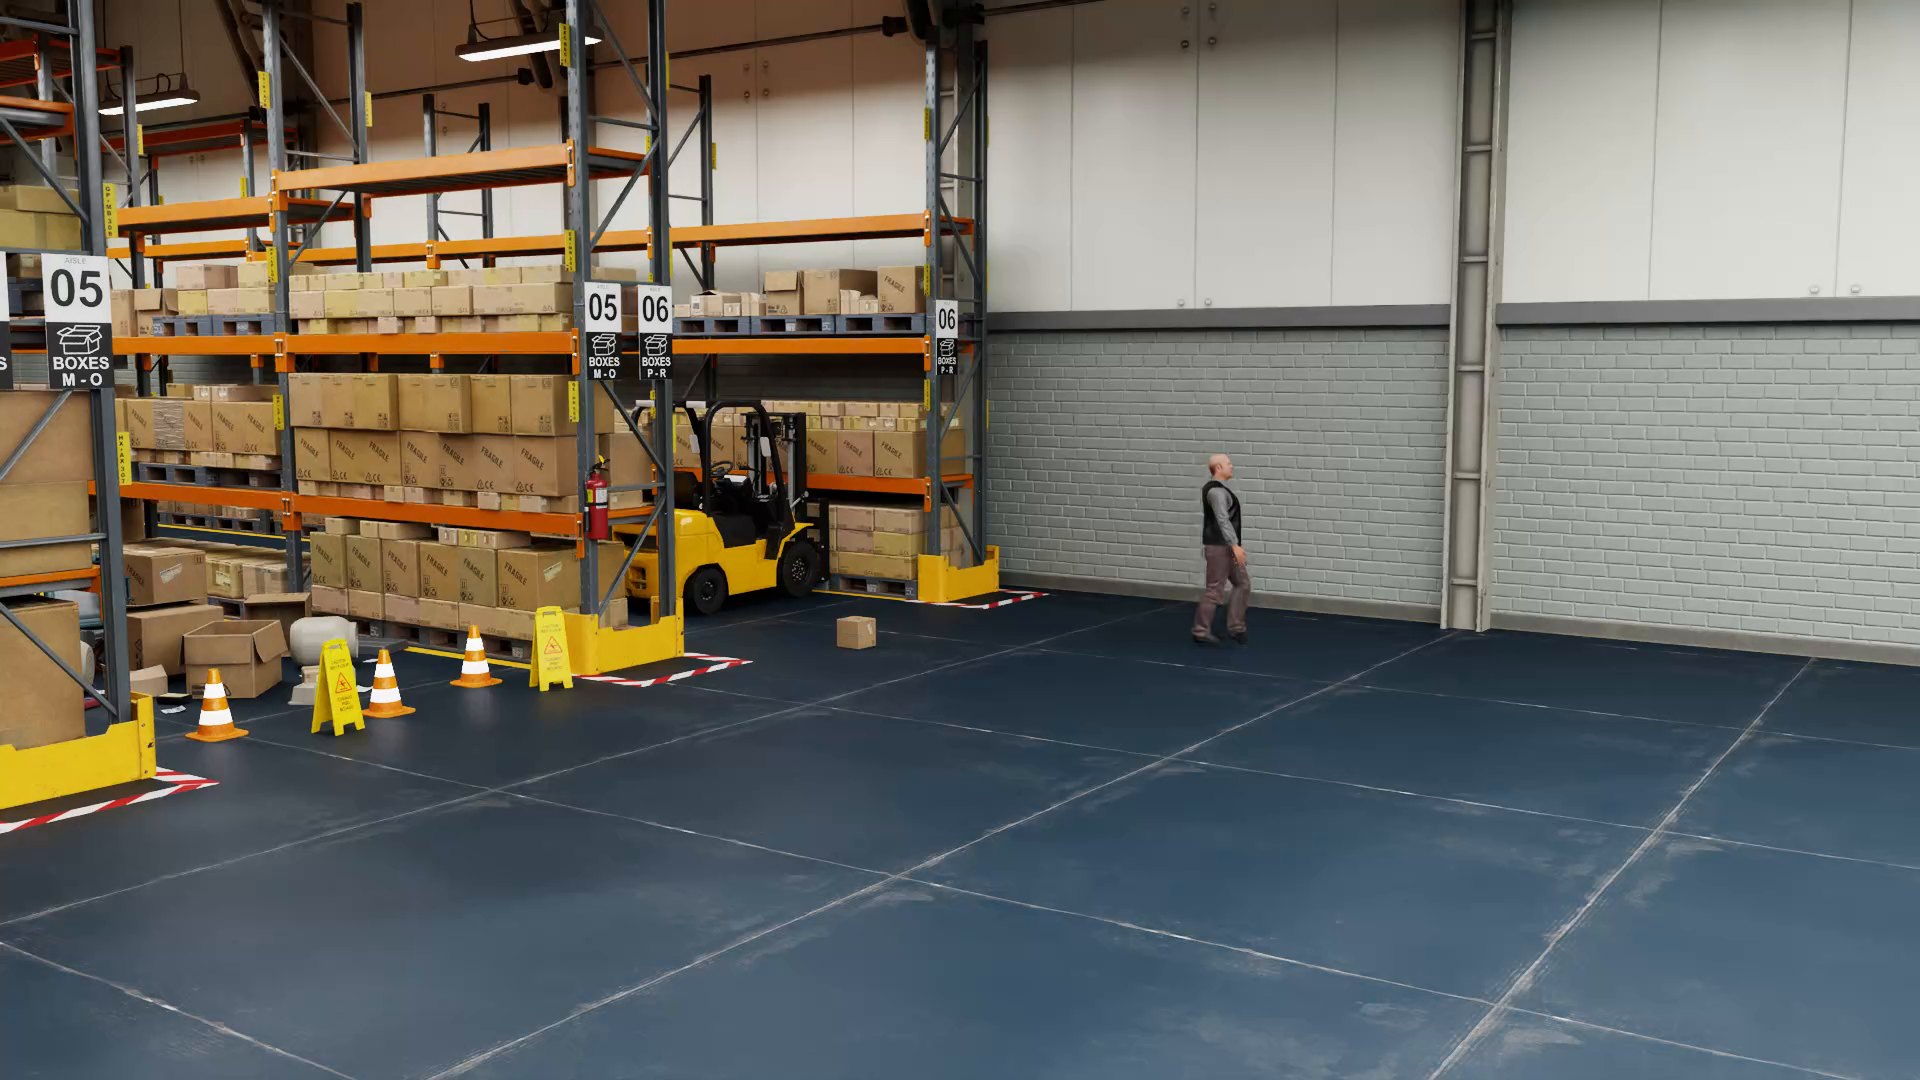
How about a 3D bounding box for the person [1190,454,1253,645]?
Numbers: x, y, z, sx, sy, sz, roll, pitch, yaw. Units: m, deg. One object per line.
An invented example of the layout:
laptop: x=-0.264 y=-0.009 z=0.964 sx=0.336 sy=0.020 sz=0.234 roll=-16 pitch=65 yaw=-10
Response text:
person: x=2.375 y=0.120 z=14.939 sx=0.586 sy=1.791 sz=0.571 roll=1 pitch=6 yaw=7
